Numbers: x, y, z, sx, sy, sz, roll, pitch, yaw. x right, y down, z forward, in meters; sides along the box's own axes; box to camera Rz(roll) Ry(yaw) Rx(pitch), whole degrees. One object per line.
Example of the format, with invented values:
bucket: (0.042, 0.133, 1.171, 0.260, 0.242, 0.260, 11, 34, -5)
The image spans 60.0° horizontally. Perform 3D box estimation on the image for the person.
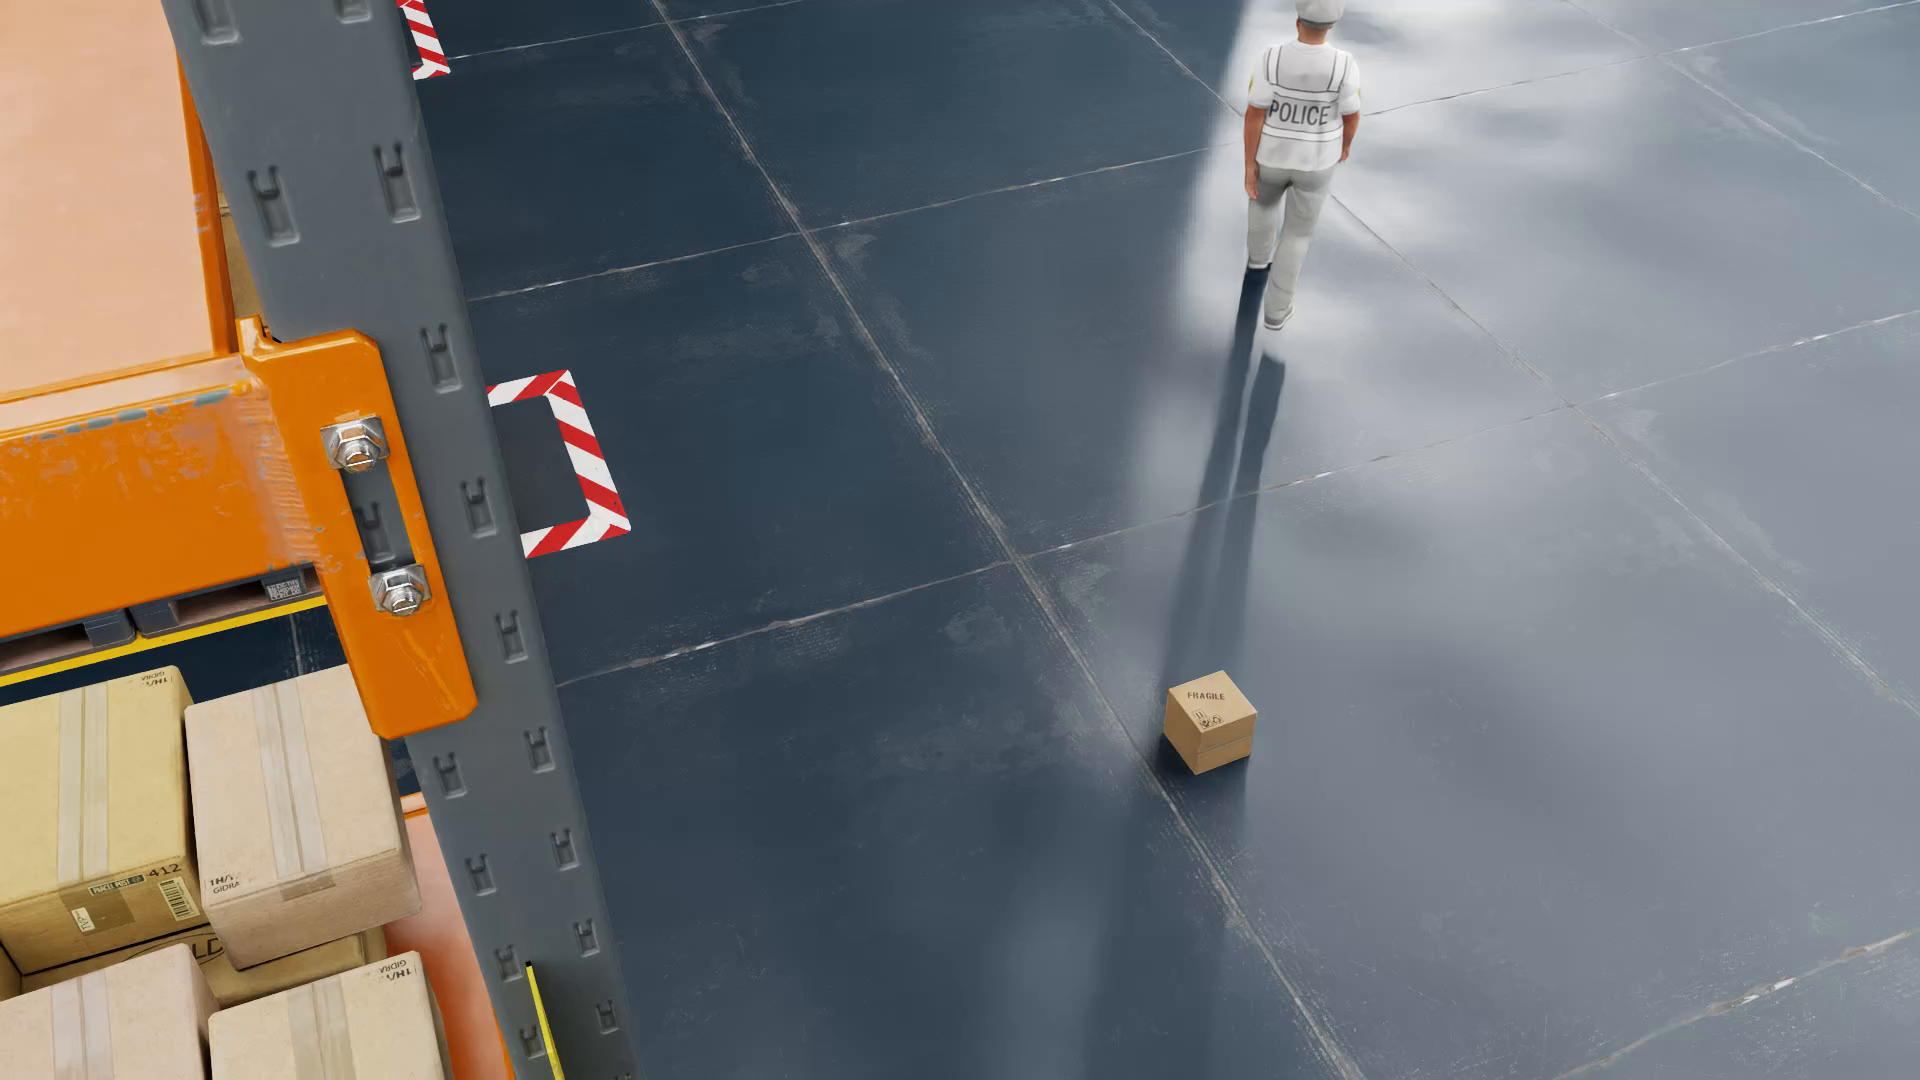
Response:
person: (1.713, -1.971, 8.377, 0.536, 1.787, 0.844, 12, 43, 13)
